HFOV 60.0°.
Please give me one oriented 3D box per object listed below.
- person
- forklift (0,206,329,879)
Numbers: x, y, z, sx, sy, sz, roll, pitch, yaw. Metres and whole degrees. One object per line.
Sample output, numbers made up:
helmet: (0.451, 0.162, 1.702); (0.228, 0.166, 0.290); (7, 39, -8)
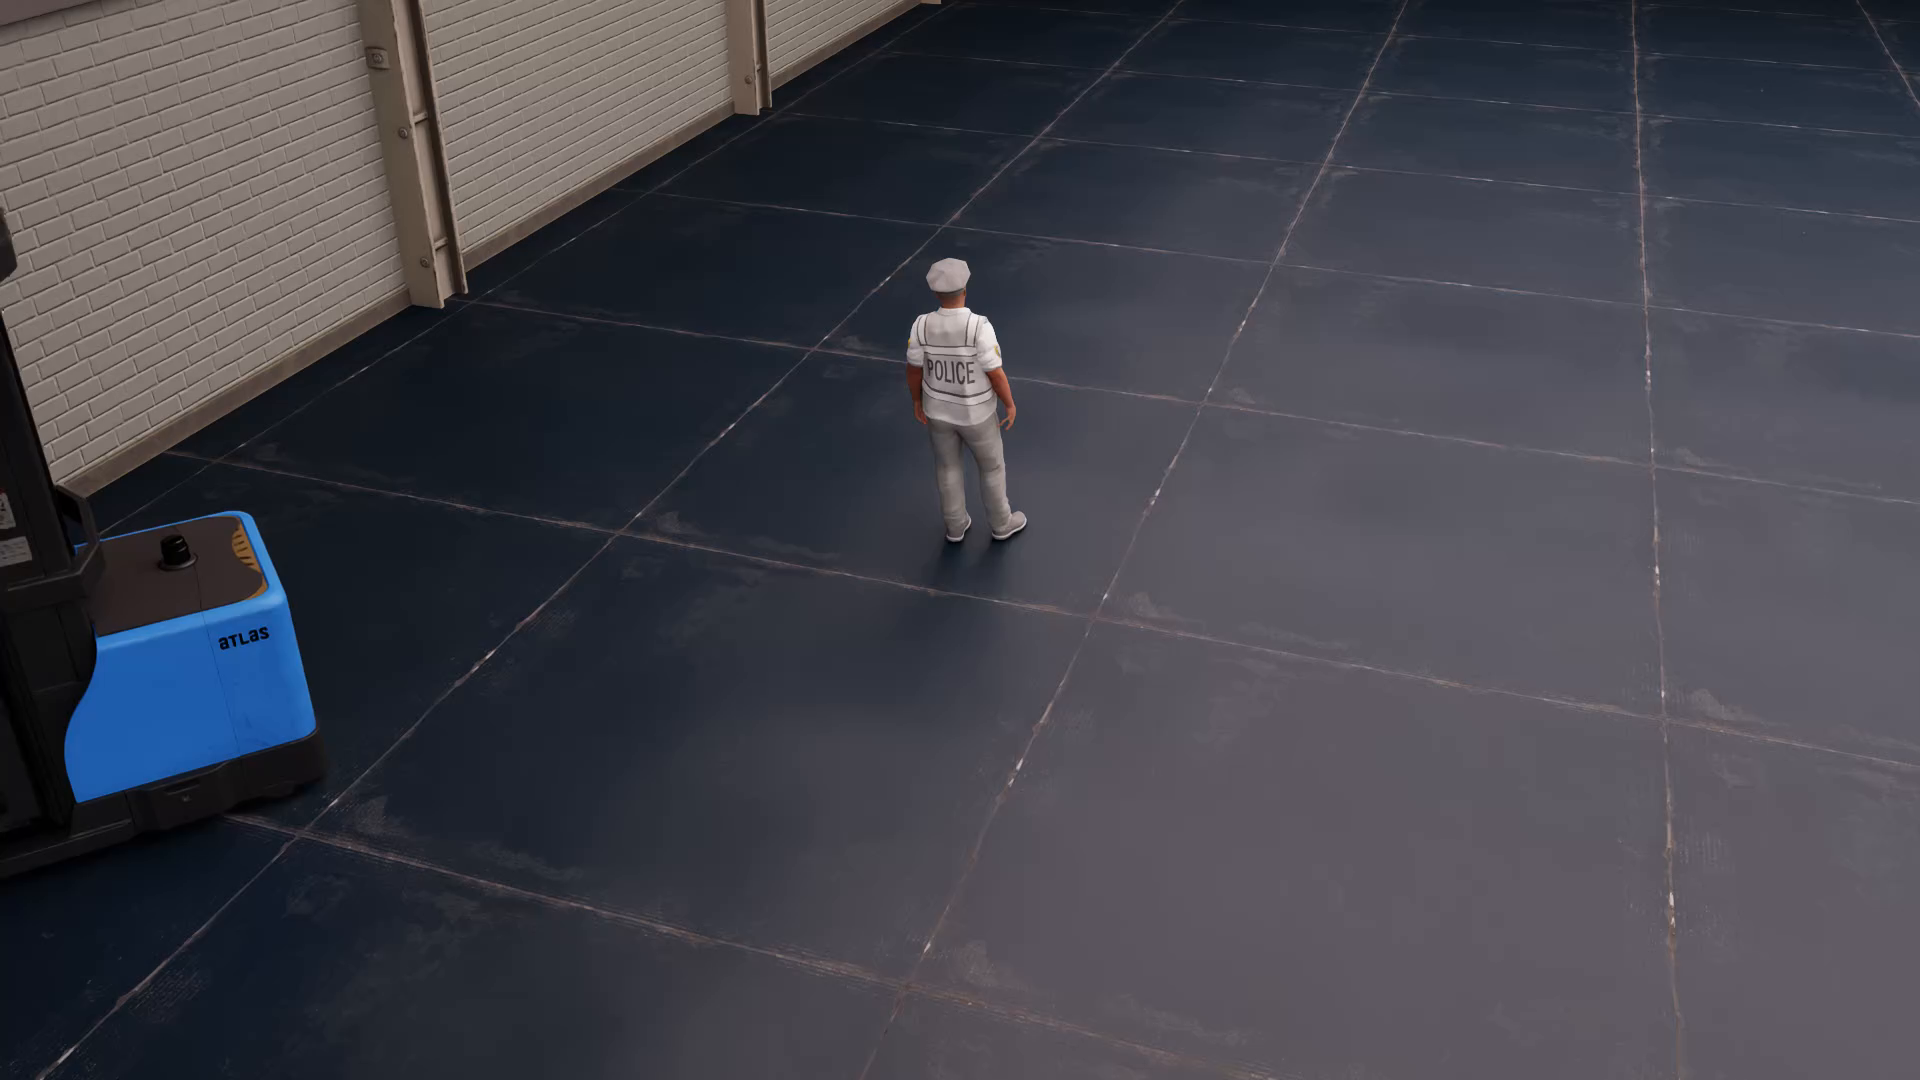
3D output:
person: (0.037, -0.814, 9.711); (0.640, 1.781, 0.575); (10, 31, 16)
forklift: (-4.581, 0.065, 7.023); (3.031, 2.935, 1.130); (-16, 33, -26)
